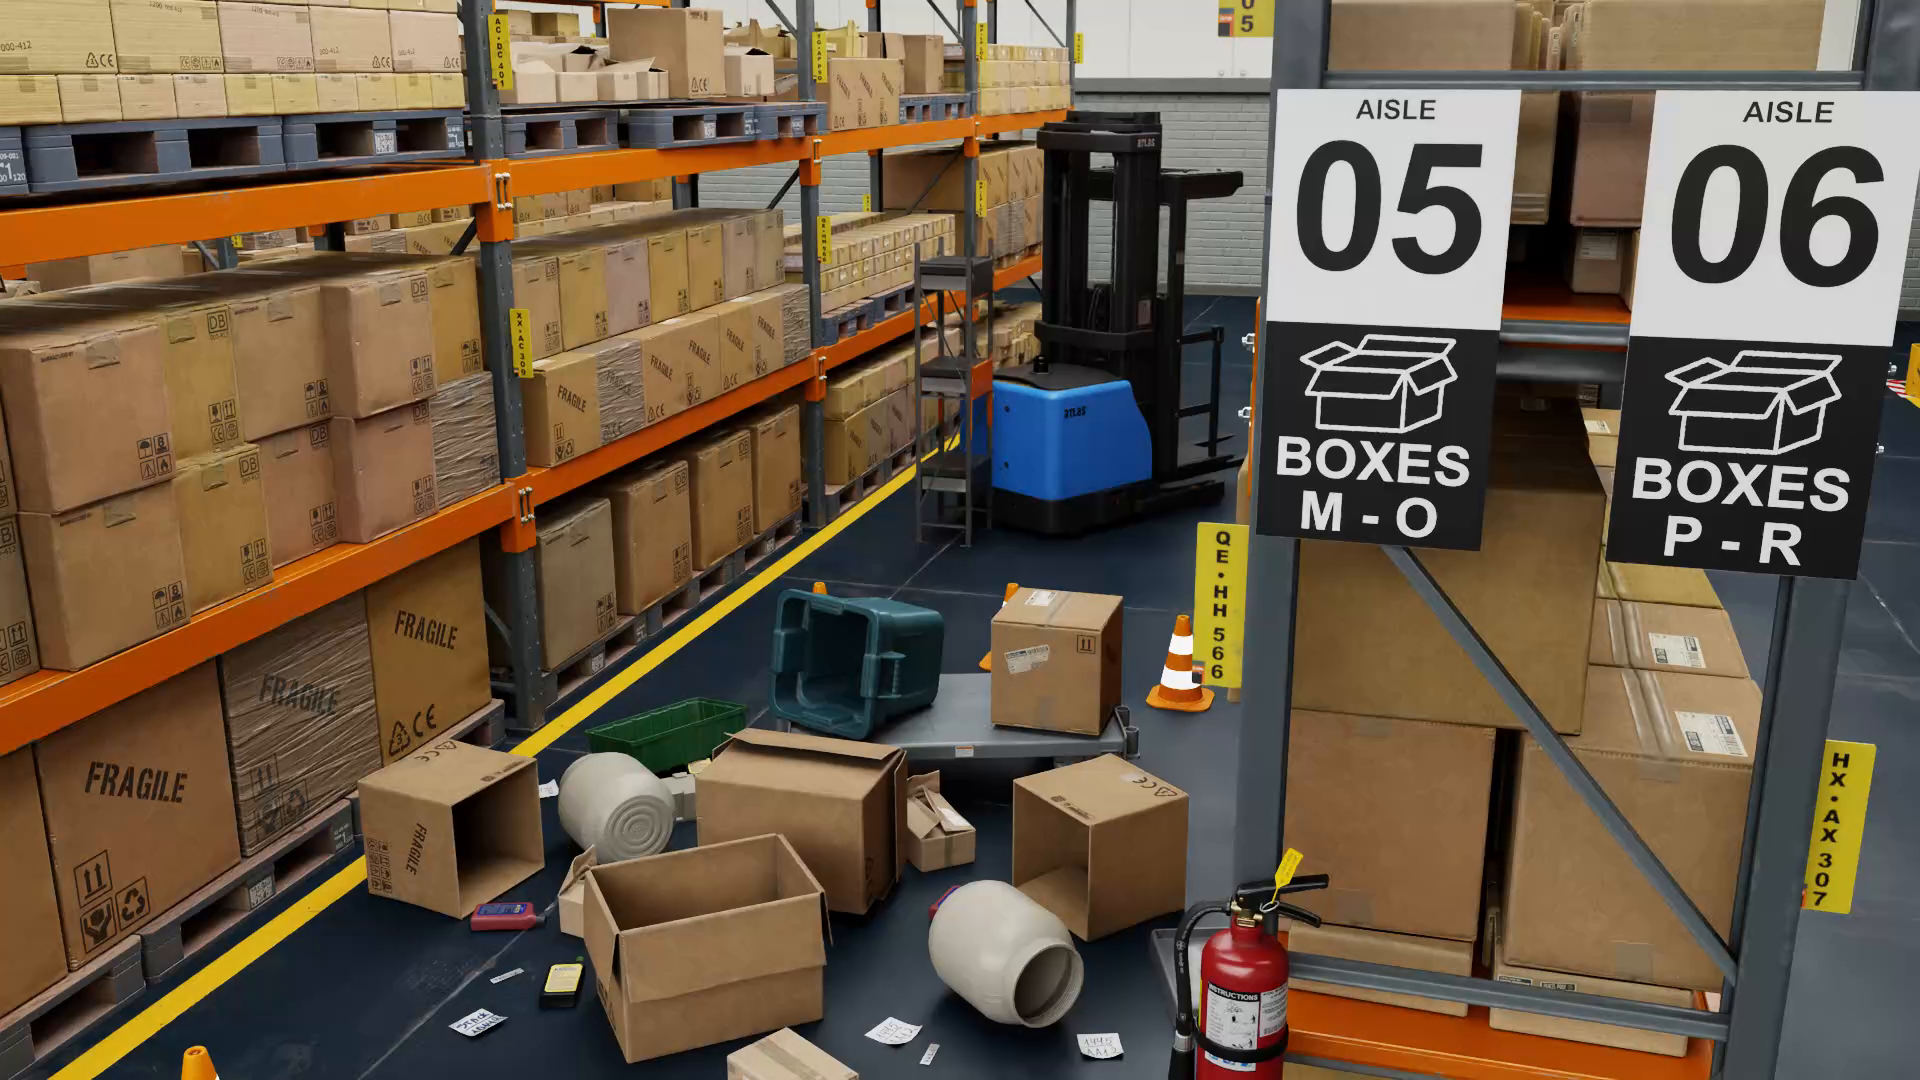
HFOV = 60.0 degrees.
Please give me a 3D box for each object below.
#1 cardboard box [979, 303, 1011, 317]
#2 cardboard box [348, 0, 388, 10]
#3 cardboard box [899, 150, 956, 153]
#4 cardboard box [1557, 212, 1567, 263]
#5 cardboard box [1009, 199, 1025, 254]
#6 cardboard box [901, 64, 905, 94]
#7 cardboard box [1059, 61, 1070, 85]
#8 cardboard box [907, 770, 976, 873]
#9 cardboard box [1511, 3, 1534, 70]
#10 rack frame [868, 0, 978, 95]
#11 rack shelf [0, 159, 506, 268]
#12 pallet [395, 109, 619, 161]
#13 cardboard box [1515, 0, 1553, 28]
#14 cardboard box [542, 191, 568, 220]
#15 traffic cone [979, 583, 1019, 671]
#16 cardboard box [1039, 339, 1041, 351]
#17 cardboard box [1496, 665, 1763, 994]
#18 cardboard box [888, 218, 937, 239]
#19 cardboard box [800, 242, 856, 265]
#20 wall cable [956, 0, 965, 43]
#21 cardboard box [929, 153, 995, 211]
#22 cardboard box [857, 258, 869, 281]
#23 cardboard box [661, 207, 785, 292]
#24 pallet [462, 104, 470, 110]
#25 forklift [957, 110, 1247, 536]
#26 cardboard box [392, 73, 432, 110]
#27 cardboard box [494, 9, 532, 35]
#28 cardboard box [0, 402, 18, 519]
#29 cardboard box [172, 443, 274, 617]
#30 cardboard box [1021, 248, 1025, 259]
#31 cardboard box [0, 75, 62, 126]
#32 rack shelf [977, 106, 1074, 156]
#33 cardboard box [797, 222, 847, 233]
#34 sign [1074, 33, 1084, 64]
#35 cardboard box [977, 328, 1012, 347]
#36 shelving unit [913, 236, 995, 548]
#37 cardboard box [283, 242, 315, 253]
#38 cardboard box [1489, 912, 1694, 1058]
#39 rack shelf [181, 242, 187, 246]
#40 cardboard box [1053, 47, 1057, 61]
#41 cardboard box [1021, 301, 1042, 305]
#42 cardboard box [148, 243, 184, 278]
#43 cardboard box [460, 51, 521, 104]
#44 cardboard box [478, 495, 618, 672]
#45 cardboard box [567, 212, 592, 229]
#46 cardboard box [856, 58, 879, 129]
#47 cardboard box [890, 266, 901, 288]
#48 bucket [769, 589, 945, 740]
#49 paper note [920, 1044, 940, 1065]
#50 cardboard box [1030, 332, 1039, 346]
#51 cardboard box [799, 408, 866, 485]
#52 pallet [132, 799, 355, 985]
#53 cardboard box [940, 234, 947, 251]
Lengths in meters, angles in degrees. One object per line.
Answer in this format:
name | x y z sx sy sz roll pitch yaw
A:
cardboard box | 0.360 -2.584 18.807 0.380 0.149 0.250 5 17 17
cardboard box | -2.554 -2.224 6.722 0.380 0.149 0.250 5 16 16
cardboard box | -0.323 -3.565 16.340 0.500 0.500 0.500 4 16 14
cardboard box | 1.575 -0.709 3.795 0.380 0.149 0.250 5 16 16
cardboard box | 0.355 -3.173 16.792 0.500 0.500 0.500 4 16 15
cardboard box | -0.790 -4.001 14.336 0.500 0.311 0.500 4 16 15
cardboard box | 0.911 -5.131 18.283 0.500 0.250 0.500 4 16 14
cardboard box | -0.127 1.199 7.114 0.258 0.266 0.396 -7 17 -23
cardboard box | 0.949 -0.998 3.352 0.380 0.149 0.250 5 17 17
rack frame | -0.339 -5.499 14.726 1.000 3.000 0.127 5 16 16
rack shelf | -3.181 -1.094 6.010 1.077 0.370 4.000 5 16 16
pallet | -2.399 -2.115 8.642 0.805 0.209 1.217 4 16 14
cardboard box | 2.205 -2.138 6.961 0.500 0.250 0.500 5 17 17
cardboard box | -4.537 -3.690 17.696 0.500 0.500 0.500 5 16 16
traffic cone | 0.296 0.471 9.319 0.336 0.463 0.334 5 16 16
cardboard box | 0.715 -2.199 18.538 0.380 0.149 0.250 5 16 16
cardboard box | 1.426 0.590 3.523 0.500 0.500 0.500 4 16 15
cardboard box | -0.417 -2.722 14.531 0.380 0.149 0.250 4 16 14
cardboard box | -1.011 -2.174 12.598 0.380 0.149 0.250 5 16 16
wall cable | 0.983 -9.716 23.699 2.277 5.999 0.120 5 16 16
cardboard box | 0.023 -3.384 15.704 0.500 0.500 0.500 5 17 17
cardboard box | -0.927 -2.109 12.913 0.380 0.149 0.250 5 17 16
cardboard box | -1.613 -1.979 11.294 0.700 0.500 0.500 5 16 16
pallet | -5.279 -4.131 15.752 0.805 0.209 1.217 4 16 14
forklift | 1.410 -1.756 12.651 3.031 2.935 1.130 -14 21 -40
cardboard box | -2.481 -1.906 7.064 0.380 0.149 0.250 5 17 17
cardboard box | -4.792 -5.372 17.264 0.500 0.250 0.500 4 16 12
cardboard box | -3.539 -0.310 5.173 0.875 0.550 0.550 5 16 16
cardboard box | -3.161 -0.070 6.306 0.875 0.550 0.500 5 16 16
cardboard box | 0.466 -3.031 17.477 0.380 0.149 0.250 5 17 17
cardboard box | -3.057 -1.375 5.190 0.380 0.149 0.250 5 16 16
rack shelf | 0.230 -4.233 17.078 1.077 0.370 4.000 5 16 16
cardboard box | -1.186 -2.641 14.243 0.380 0.149 0.250 4 16 15
sign | 1.324 -5.480 18.534 0.100 0.325 0.005 5 16 16
cardboard box | 0.320 -2.072 17.000 0.380 0.149 0.250 5 17 17
shelving unit | -0.038 -1.036 11.635 0.431 2.100 0.503 5 17 18
cardboard box | -5.659 -2.267 14.141 0.500 0.500 0.500 4 16 14
cardboard box | 1.321 0.932 3.507 0.380 0.149 0.250 5 16 16
rack shelf | -9.246 -3.585 20.291 1.077 0.370 4.000 5 16 16
cardboard box | 0.842 -5.294 18.129 0.380 0.149 0.250 5 17 17
cardboard box | 0.890 -2.618 18.927 0.380 0.149 0.250 5 17 17
cardboard box | -6.317 -2.083 12.725 0.500 0.500 0.500 3 16 9
cardboard box | -2.565 -2.338 8.401 0.500 0.250 0.500 5 17 16
cardboard box | -2.522 0.191 9.013 1.050 0.750 0.750 5 16 16
cardboard box | -4.393 -3.463 18.272 0.500 0.250 0.500 5 17 17
cardboard box | -0.923 -3.318 12.349 0.500 0.500 0.500 5 16 16
cardboard box | -0.705 -2.164 13.653 0.380 0.149 0.250 4 16 14
bucket | -0.440 0.538 7.649 0.726 0.611 0.620 11 9 35
paper note | -0.102 1.747 5.651 0.032 0.001 0.123 5 16 16
cardboard box | 0.641 -2.200 18.000 0.380 0.149 0.250 5 17 17
cardboard box | -1.030 -0.731 12.722 0.500 0.500 0.500 4 16 14
pallet | -3.248 1.335 6.737 1.003 0.211 1.213 5 16 16
cardboard box | -0.336 -2.649 14.817 0.380 0.149 0.250 5 17 16
